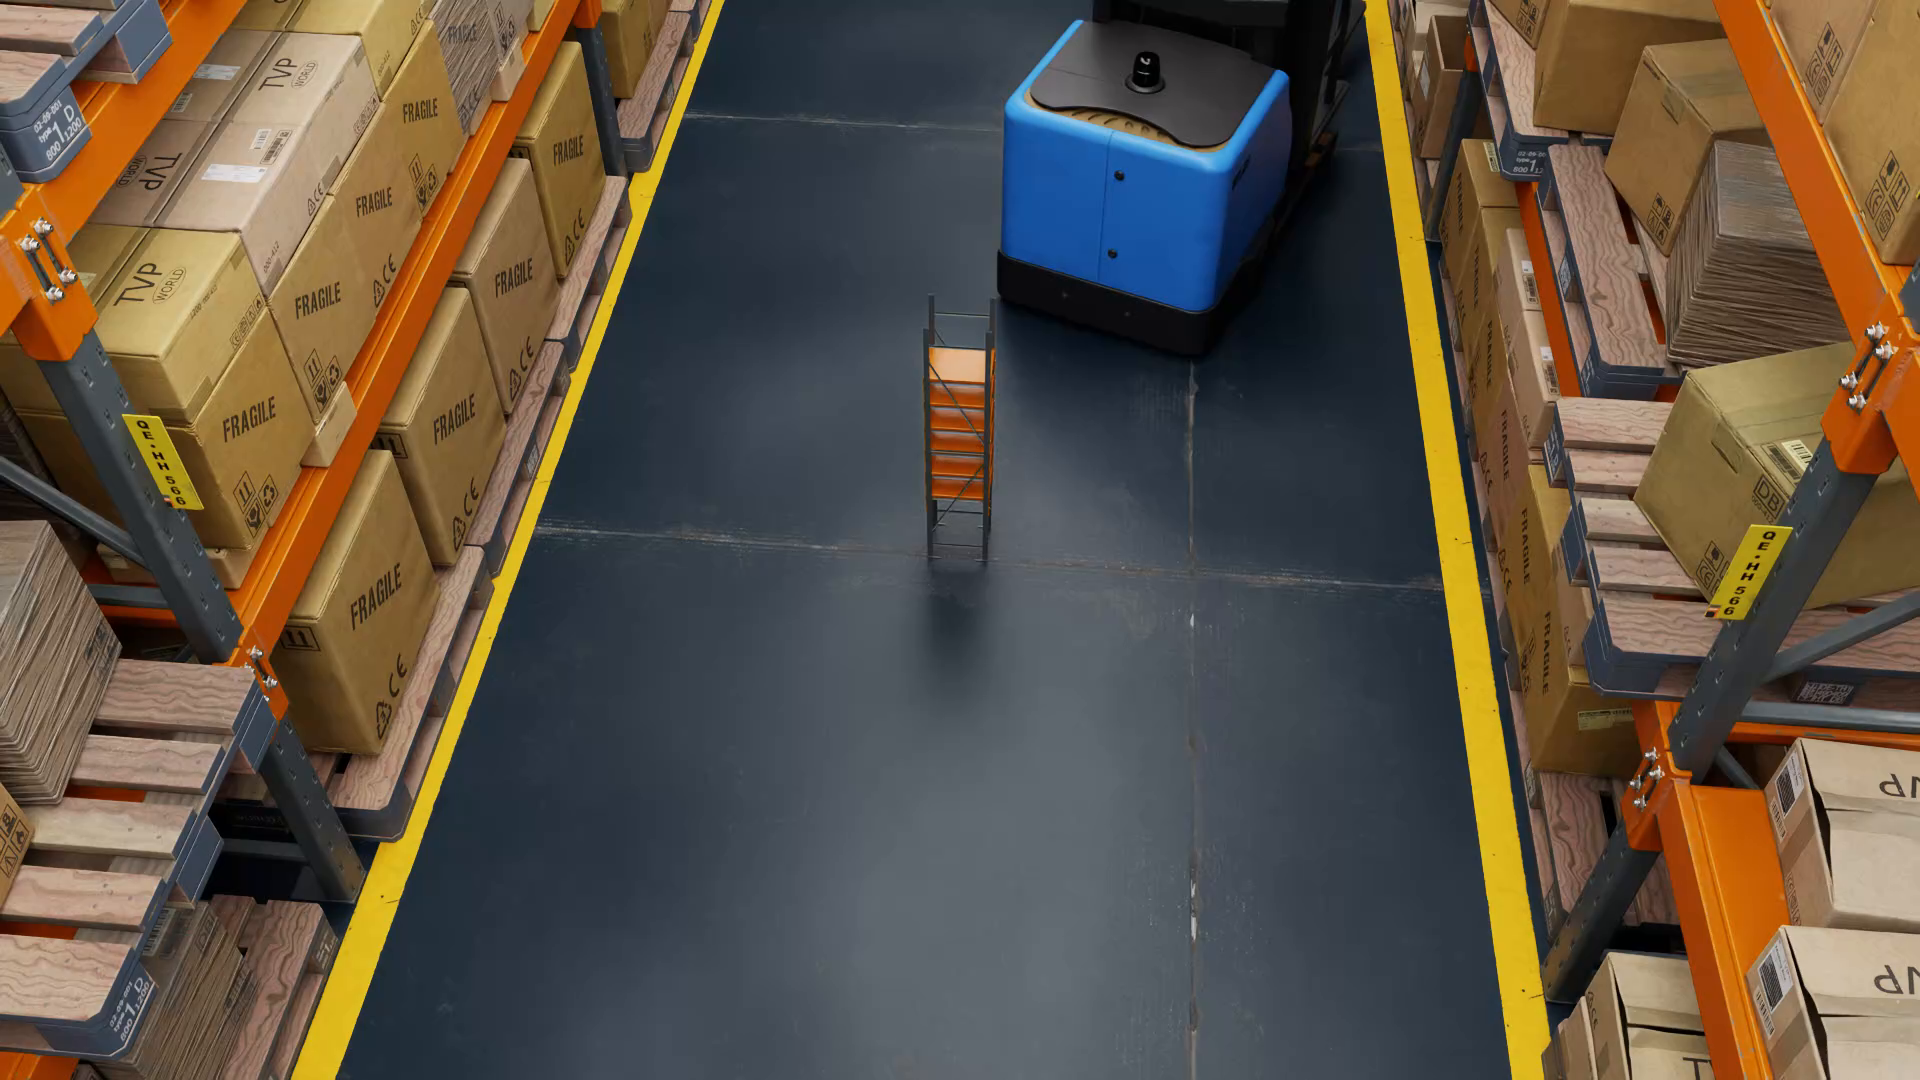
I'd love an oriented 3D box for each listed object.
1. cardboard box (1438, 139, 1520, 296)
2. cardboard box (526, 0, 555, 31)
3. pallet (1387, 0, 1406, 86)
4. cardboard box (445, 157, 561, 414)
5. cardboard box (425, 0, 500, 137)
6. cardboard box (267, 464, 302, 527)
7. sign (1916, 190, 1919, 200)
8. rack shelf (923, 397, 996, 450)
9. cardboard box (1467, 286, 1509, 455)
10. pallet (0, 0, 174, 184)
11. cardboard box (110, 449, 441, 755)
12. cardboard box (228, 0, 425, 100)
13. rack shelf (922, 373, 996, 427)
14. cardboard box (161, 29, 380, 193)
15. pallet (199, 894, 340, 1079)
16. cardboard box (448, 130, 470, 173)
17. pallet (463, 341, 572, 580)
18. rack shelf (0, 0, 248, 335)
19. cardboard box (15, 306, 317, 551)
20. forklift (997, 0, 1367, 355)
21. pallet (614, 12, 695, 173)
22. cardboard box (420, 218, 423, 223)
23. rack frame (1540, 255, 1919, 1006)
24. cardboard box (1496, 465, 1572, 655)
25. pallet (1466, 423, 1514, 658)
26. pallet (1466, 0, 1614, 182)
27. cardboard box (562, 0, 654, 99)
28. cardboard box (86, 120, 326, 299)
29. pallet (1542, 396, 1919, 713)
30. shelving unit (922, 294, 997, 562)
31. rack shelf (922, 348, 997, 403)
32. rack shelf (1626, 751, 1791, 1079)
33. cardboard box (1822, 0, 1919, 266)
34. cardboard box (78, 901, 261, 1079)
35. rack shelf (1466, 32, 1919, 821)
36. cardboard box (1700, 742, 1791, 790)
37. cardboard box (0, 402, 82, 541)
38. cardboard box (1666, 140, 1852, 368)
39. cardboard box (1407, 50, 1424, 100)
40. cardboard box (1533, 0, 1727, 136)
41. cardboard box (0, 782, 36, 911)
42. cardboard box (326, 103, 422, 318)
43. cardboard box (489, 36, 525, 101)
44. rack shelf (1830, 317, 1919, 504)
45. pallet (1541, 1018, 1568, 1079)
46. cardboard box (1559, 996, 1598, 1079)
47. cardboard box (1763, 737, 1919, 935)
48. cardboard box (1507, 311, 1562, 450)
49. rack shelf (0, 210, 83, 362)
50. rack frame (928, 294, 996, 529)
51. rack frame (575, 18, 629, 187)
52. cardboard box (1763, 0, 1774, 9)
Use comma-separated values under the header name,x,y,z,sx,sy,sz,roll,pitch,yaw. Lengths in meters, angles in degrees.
name,x,y,z,sx,sy,sz,roll,pitch,yaw
cardboard box,2.475,-1.432,7.423,0.500,0.500,0.500,2,48,2
cardboard box,-1.920,-2.264,6.945,0.380,0.149,0.250,5,48,4
pallet,2.934,-2.928,9.286,1.003,0.211,1.213,4,48,4
cardboard box,-2.180,-1.073,6.871,0.750,0.750,0.750,5,48,5
cardboard box,-2.054,-1.837,6.115,0.500,0.500,0.500,4,48,4
cardboard box,-2.244,-0.190,5.048,0.380,0.149,0.250,4,48,4
sign,1.857,-0.752,3.021,0.100,0.325,0.005,4,48,4
rack shelf,-0.001,-0.445,6.242,0.258,0.103,0.180,4,48,4
cardboard box,2.384,-0.672,6.728,0.500,0.500,0.500,4,48,4
pallet,-2.530,-1.282,3.985,1.213,0.211,1.003,6,48,5
cardboard box,-2.339,0.195,5.711,0.750,0.750,0.750,3,48,3
cardboard box,-2.108,-1.706,5.486,0.500,0.250,0.500,3,48,3
rack shelf,-0.001,-0.526,6.153,0.258,0.103,0.180,4,48,4
cardboard box,-2.148,-1.330,5.143,0.500,0.250,0.500,4,48,4
pallet,-2.609,1.658,5.090,1.003,0.211,1.213,4,48,4
cardboard box,-2.080,-1.520,6.264,0.380,0.149,0.250,3,48,2
pallet,-2.276,-0.384,6.958,1.003,0.211,1.213,4,48,4
rack shelf,-2.354,-2.096,5.089,1.077,0.370,4.000,4,48,4
cardboard box,-2.237,-0.338,4.743,0.500,0.500,0.500,5,48,5
forklift,1.271,-2.910,7.425,1.130,2.935,3.031,20,51,17
pallet,-2.025,-2.409,8.810,1.003,0.211,1.213,4,48,4
cardboard box,-2.147,-1.133,5.910,0.380,0.149,0.250,4,48,4
rack frame,2.397,0.473,4.284,1.000,3.000,0.127,4,48,4
cardboard box,2.296,0.085,6.035,0.500,0.500,0.500,2,48,2
pallet,2.617,-0.026,6.631,1.003,0.211,1.213,4,48,4
pallet,2.580,-1.821,6.513,1.003,0.211,1.213,4,48,4
cardboard box,-2.001,-2.637,8.539,0.700,0.500,0.500,4,48,4
cardboard box,-2.190,-0.962,4.806,0.500,0.250,0.500,3,48,3
pallet,2.389,0.035,4.815,1.213,0.211,1.003,4,48,4
shelving unit,-0.001,-0.394,6.298,0.258,1.200,0.189,4,48,4
rack shelf,-0.001,-0.607,6.065,0.258,0.103,0.180,4,48,4
rack shelf,2.215,2.186,3.206,1.077,0.370,4.000,4,48,4
cardboard box,2.403,-0.896,3.436,0.910,0.500,0.500,4,48,4
cardboard box,-2.550,1.371,4.859,0.700,0.500,0.500,4,48,4
rack shelf,2.579,-0.754,5.894,1.077,0.370,4.000,4,48,4
cardboard box,2.723,0.853,5.333,0.500,0.500,0.500,6,48,5
cardboard box,-2.756,-0.363,4.766,0.500,0.500,0.500,4,48,4
cardboard box,2.616,-0.832,5.126,0.700,0.500,0.500,12,49,11
cardboard box,2.506,-2.370,8.518,0.380,0.149,0.250,4,48,4
cardboard box,2.496,-1.799,6.010,0.700,0.500,0.500,11,48,10
cardboard box,-2.593,0.719,3.694,0.700,0.500,0.500,0,48,0
cardboard box,-2.134,-1.087,5.428,0.500,0.500,0.500,4,48,3
cardboard box,-1.954,-1.878,6.592,0.380,0.149,0.250,4,48,4
rack shelf,2.215,1.173,2.099,1.077,0.370,4.000,4,48,4
pallet,2.283,2.017,4.762,1.003,0.211,1.213,4,48,4
cardboard box,2.057,1.625,4.810,0.500,0.250,0.500,4,48,3
cardboard box,2.320,0.768,4.075,0.500,0.311,0.500,7,48,6
cardboard box,2.339,-0.581,6.137,0.500,0.250,0.500,3,48,3
rack shelf,-2.719,0.843,2.401,1.077,0.370,4.000,4,48,4
rack frame,0.007,-0.462,6.359,0.240,1.200,0.006,4,48,4
rack frame,-2.172,-2.796,7.275,1.000,3.000,0.127,4,48,4
cardboard box,2.497,-1.653,4.128,0.910,0.500,0.500,4,48,4
